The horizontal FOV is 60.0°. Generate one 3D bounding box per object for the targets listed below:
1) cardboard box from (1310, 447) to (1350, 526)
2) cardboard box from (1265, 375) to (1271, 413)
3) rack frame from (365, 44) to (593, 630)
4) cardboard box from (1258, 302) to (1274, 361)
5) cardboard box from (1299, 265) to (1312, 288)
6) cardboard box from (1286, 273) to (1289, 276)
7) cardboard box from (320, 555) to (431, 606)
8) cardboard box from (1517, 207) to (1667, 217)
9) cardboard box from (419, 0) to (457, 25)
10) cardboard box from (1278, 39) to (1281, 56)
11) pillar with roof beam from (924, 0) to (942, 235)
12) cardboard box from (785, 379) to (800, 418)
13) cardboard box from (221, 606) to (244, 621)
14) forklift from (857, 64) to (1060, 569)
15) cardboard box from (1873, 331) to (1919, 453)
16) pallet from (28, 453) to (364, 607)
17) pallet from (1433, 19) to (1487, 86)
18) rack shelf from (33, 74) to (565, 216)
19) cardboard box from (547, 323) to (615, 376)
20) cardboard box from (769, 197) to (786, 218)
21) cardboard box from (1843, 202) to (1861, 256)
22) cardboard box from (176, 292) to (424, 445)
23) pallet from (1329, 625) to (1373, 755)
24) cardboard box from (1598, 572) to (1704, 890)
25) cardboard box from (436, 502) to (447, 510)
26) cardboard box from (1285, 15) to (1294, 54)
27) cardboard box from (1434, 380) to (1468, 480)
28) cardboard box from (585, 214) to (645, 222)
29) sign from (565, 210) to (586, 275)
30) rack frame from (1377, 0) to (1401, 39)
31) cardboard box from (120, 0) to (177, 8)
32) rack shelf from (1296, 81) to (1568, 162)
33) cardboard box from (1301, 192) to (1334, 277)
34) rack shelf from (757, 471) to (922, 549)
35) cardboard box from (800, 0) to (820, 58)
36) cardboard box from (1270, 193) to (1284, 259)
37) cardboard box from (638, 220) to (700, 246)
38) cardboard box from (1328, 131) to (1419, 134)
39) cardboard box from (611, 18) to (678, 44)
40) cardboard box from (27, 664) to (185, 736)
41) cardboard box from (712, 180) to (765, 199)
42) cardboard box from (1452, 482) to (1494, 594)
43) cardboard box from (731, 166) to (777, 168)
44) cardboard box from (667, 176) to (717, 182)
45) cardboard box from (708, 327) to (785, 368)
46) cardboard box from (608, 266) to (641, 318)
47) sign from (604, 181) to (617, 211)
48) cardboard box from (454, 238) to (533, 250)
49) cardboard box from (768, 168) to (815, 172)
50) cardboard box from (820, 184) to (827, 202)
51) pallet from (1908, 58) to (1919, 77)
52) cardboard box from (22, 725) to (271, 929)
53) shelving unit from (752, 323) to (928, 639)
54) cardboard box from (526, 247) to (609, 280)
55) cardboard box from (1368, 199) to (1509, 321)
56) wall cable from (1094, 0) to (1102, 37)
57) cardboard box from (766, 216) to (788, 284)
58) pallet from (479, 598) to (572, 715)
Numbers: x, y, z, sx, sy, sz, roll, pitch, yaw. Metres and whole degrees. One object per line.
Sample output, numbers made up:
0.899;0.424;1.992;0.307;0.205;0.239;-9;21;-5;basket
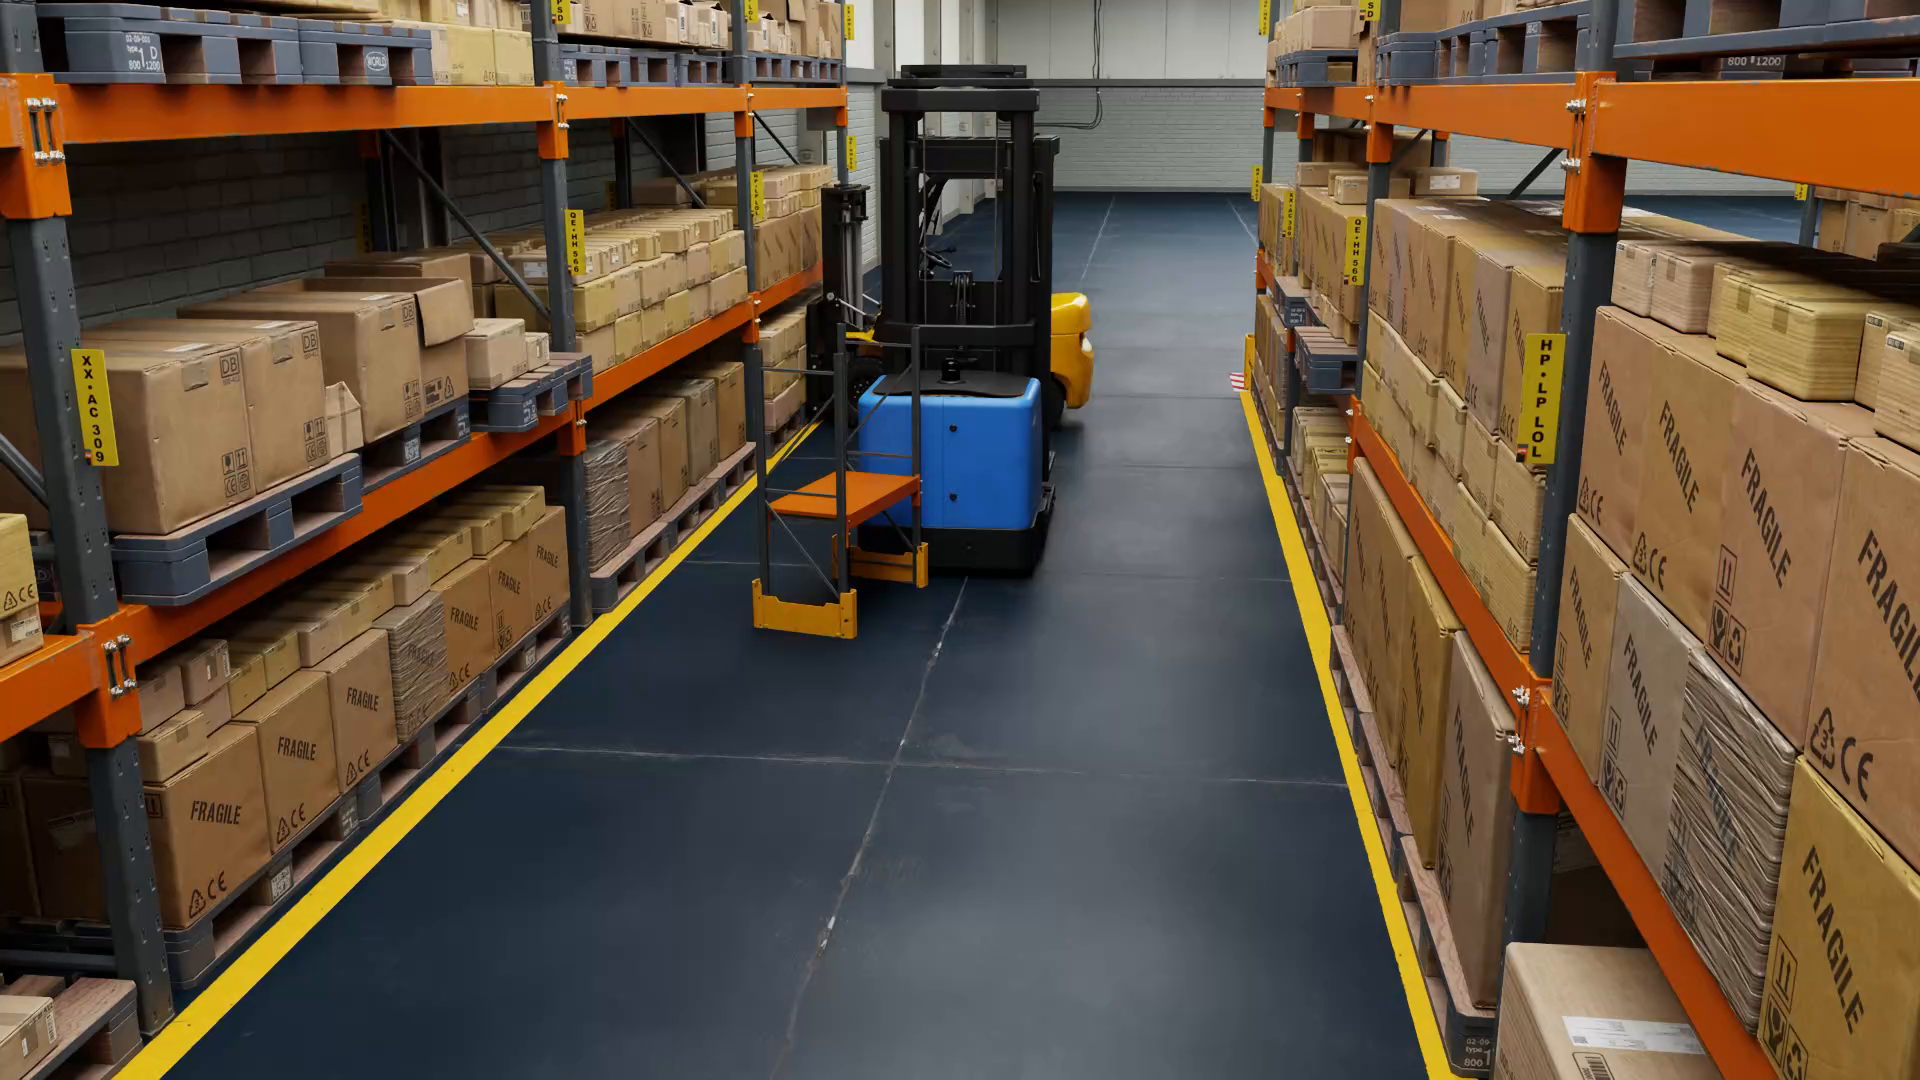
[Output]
2.683;-0.323;10.338;0.950;0.372;0.625;2;15;8;cardboard box
2.806;-1.198;13.810;0.500;0.250;0.500;2;15;7;cardboard box
-2.490;-0.999;8.611;1.000;3.000;0.127;2;15;6;rack frame
2.923;-1.823;14.685;0.500;0.500;0.500;1;15;4;cardboard box
2.481;-1.774;11.154;0.380;0.149;0.250;2;15;7;cardboard box
2.649;-1.927;12.525;0.380;0.149;0.250;2;15;8;cardboard box
-2.471;0.170;7.027;0.380;0.149;0.250;1;15;4;cardboard box
2.594;-1.110;6.913;0.500;0.500;0.500;2;15;7;cardboard box
-2.379;-2.268;7.081;0.380;0.149;0.250;2;15;6;cardboard box
2.924;-4.060;13.902;0.500;0.250;0.500;2;15;8;cardboard box
3.747;-10.358;31.727;9.100;9.000;0.400;2;15;6;pillar with roof beam
-1.613;-1.160;13.668;0.500;0.250;0.500;1;15;5;cardboard box
-3.083;0.288;6.591;0.380;0.149;0.250;2;15;7;cardboard box
0.070;-1.578;10.884;1.130;2.935;3.031;2;15;6;forklift
1.507;-0.192;2.275;0.380;0.149;0.250;2;15;6;cardboard box
-2.743;-0.073;5.554;1.003;0.211;1.213;2;15;6;pallet
2.299;-1.752;6.010;1.003;0.211;1.213;2;15;9;pallet
-2.716;-1.581;6.395;1.077;0.370;4.000;2;15;6;rack shelf
-2.197;-1.035;9.029;0.500;0.250;0.500;2;15;6;cardboard box
-1.610;-2.670;13.357;0.380;0.149;0.250;2;15;7;cardboard box
8.238;-2.641;14.394;0.875;0.550;0.550;2;15;6;cardboard box
-2.517;-0.669;6.395;0.700;0.500;0.500;2;15;6;cardboard box
2.279;0.694;7.690;1.003;0.211;1.213;2;15;6;pallet
1.617;0.380;3.320;0.500;0.500;0.500;2;15;7;cardboard box
-2.816;0.106;8.508;0.500;0.500;0.500;2;15;8;cardboard box
2.430;-3.330;10.967;0.500;0.250;0.500;1;15;5;cardboard box
1.901;-0.371;5.618;0.500;0.250;0.500;2;15;8;cardboard box
-2.403;-2.180;11.545;0.380;0.149;0.250;2;15;6;cardboard box
-1.950;-1.506;8.420;0.100;0.325;0.005;2;15;6;sign
2.442;-3.750;7.290;1.000;3.000;0.127;2;15;6;rack frame
-2.914;-1.891;5.647;0.380;0.149;0.250;1;15;5;cardboard box
2.668;-2.473;9.694;1.077;0.370;4.000;2;15;6;rack shelf
2.431;-1.915;10.432;0.500;0.500;0.500;2;15;6;cardboard box
-0.645;-0.189;9.177;0.538;0.185;1.000;6;16;20;rack shelf
-1.610;-4.437;14.389;0.700;0.500;0.500;2;15;7;cardboard box
2.855;-2.607;13.796;0.500;0.500;0.500;1;15;5;cardboard box
-1.937;-2.035;11.008;0.380;0.149;0.250;1;15;5;cardboard box
3.485;-3.198;14.066;0.700;0.500;0.500;2;15;6;cardboard box
-1.948;-3.120;10.193;0.380;0.149;0.250;2;15;6;cardboard box
-2.697;0.498;5.244;0.380;0.149;0.250;1;15;5;cardboard box
-1.748;-2.752;13.090;0.380;0.149;0.250;1;15;5;cardboard box
1.850;0.000;5.203;0.500;0.250;0.500;1;15;5;cardboard box
-1.930;-3.431;15.600;0.380;0.149;0.250;2;15;8;cardboard box
-2.201;-2.900;13.635;0.380;0.149;0.250;1;15;5;cardboard box
-1.672;-1.511;13.051;0.500;0.250;0.500;1;15;5;cardboard box
-2.139;-1.406;9.444;0.500;0.250;0.500;2;15;8;cardboard box
-2.590;-2.509;12.383;0.100;0.325;0.005;2;15;6;sign
-2.688;-1.653;9.595;0.380;0.149;0.250;1;15;5;cardboard box
-1.520;-3.284;15.056;0.380;0.149;0.250;2;15;7;cardboard box
-1.437;-3.205;15.333;0.380;0.149;0.250;2;15;7;cardboard box
8.067;-3.704;13.039;1.003;0.211;1.213;2;15;6;pallet
-2.663;0.923;5.485;0.500;0.500;0.500;2;15;9;cardboard box
-0.648;-0.361;9.122;0.587;1.500;1.083;6;16;20;shelving unit
-2.132;-1.504;9.043;0.380;0.149;0.250;2;15;7;cardboard box
2.144;-1.264;7.484;0.500;0.500;0.500;1;15;4;cardboard box
5.158;-15.181;45.839;3.097;2.526;0.112;2;15;6;wall cable
-1.687;-2.328;13.333;0.500;0.500;0.500;2;15;7;cardboard box
-2.612;0.539;8.263;1.003;0.211;1.213;2;15;6;pallet
